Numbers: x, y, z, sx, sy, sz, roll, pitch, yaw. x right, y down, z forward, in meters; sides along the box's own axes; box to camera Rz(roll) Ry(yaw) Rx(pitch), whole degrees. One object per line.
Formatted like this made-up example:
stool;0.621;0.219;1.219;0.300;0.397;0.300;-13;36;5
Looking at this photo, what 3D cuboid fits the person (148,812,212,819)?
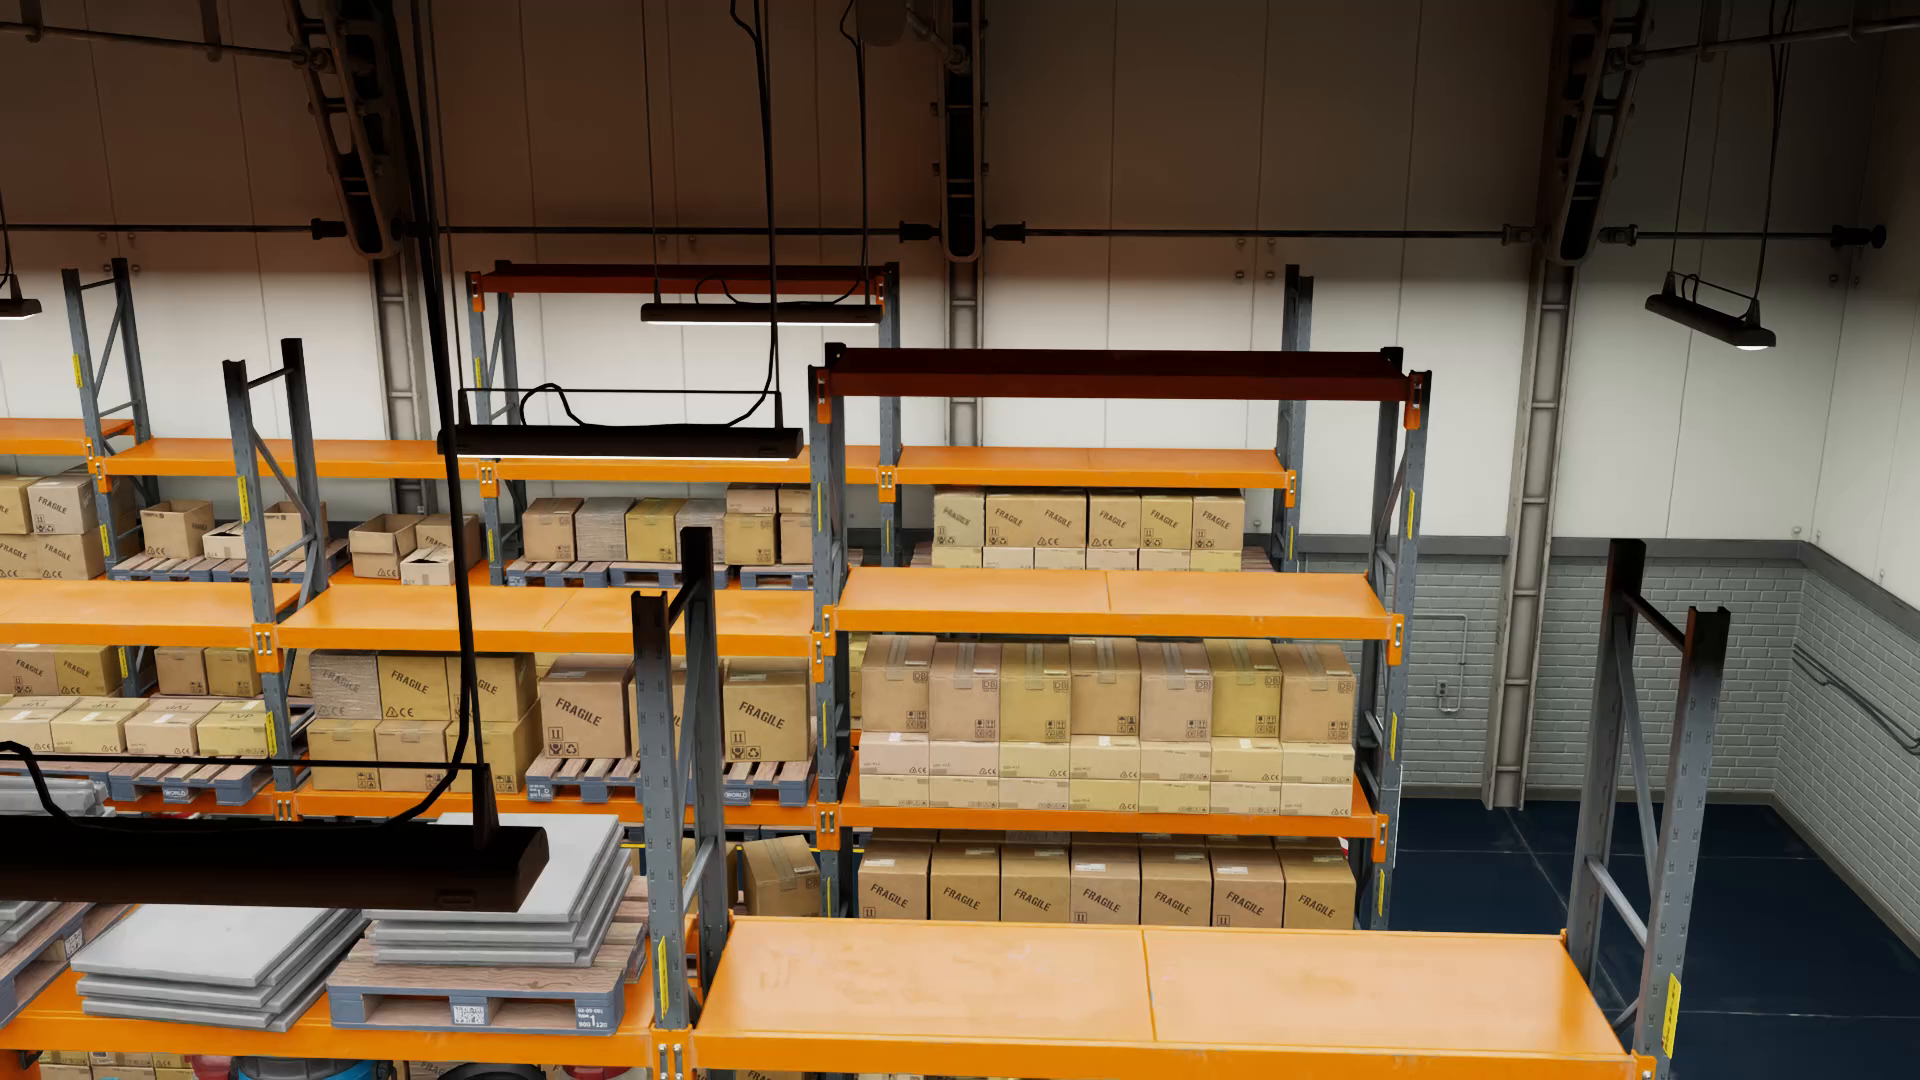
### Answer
person;-7.621;2.719;16.099;0.772;1.818;0.542;2;16;8
